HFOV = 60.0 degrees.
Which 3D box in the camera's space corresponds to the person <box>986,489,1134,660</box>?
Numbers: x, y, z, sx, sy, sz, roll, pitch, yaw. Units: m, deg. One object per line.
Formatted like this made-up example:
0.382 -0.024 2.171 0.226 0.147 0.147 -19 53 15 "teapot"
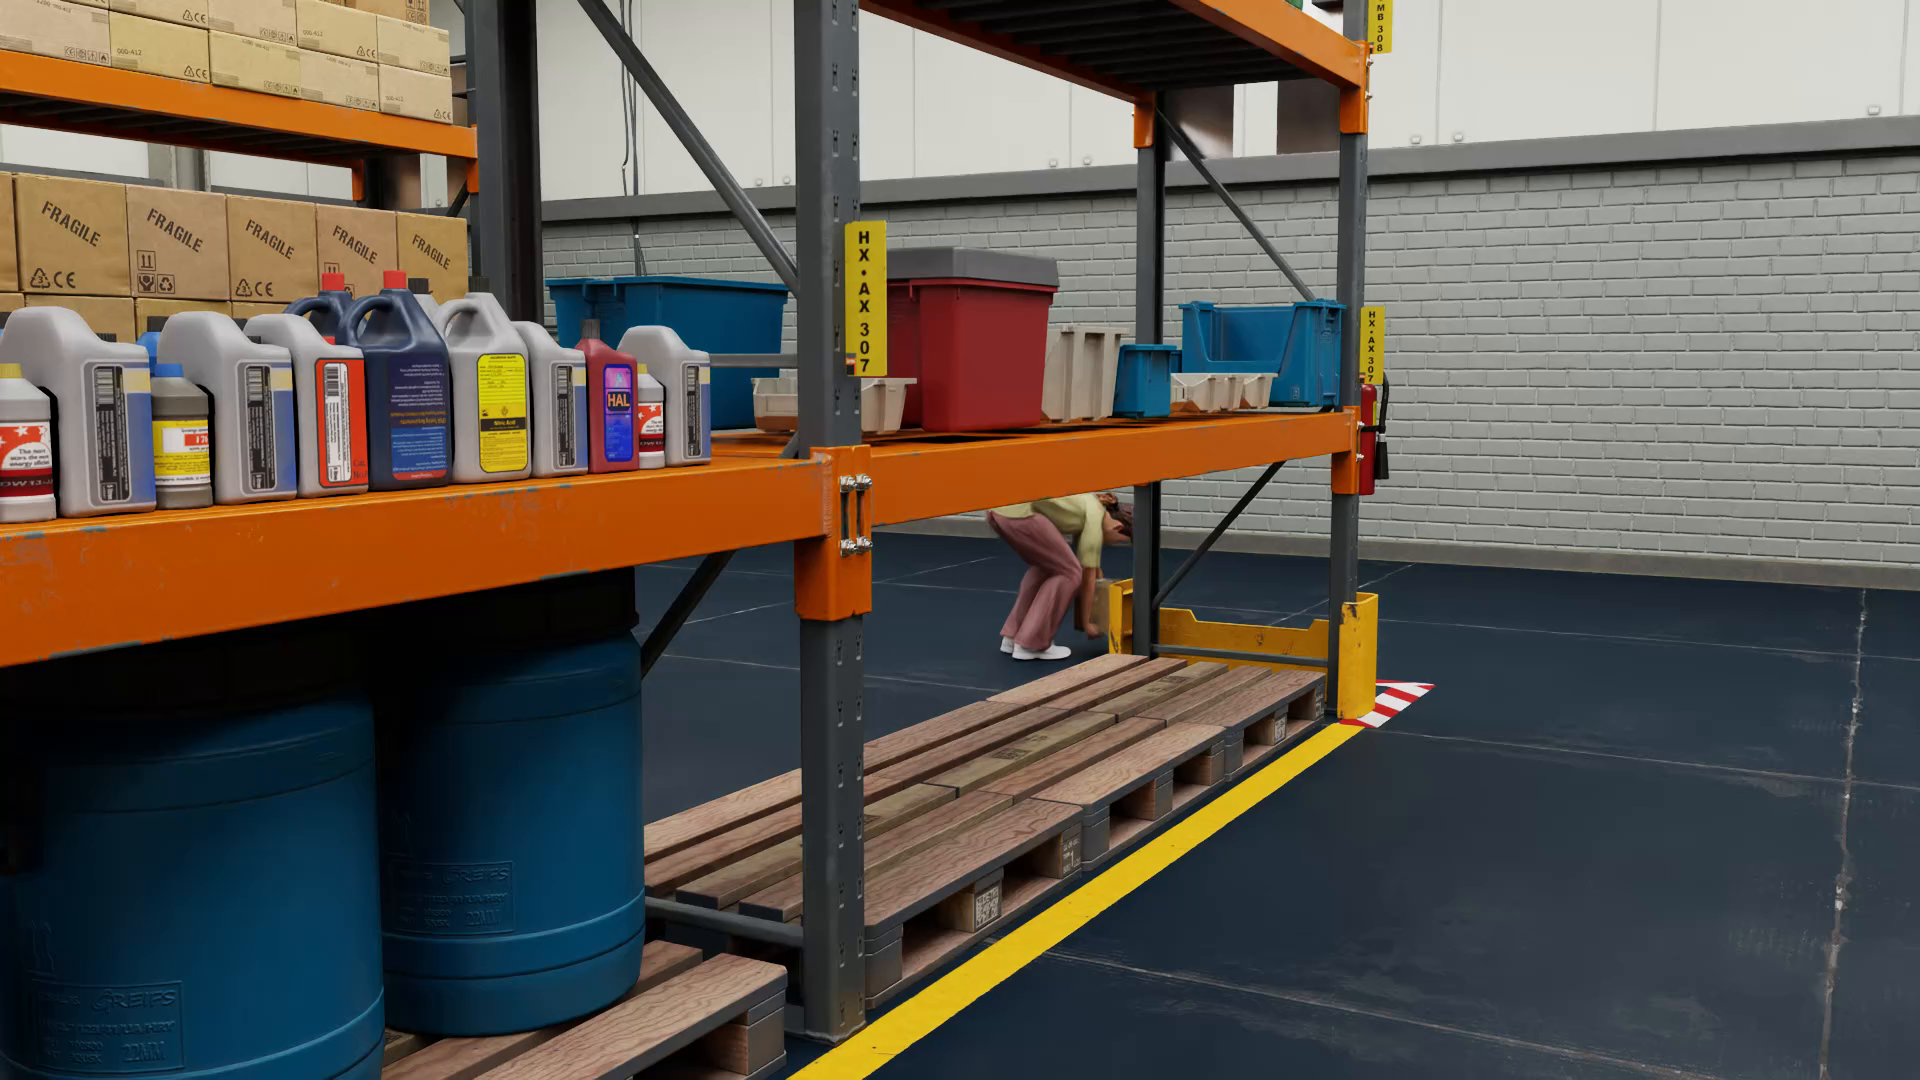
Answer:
0.548 0.124 8.622 0.854 0.948 0.461 -2 6 -19 "person"
